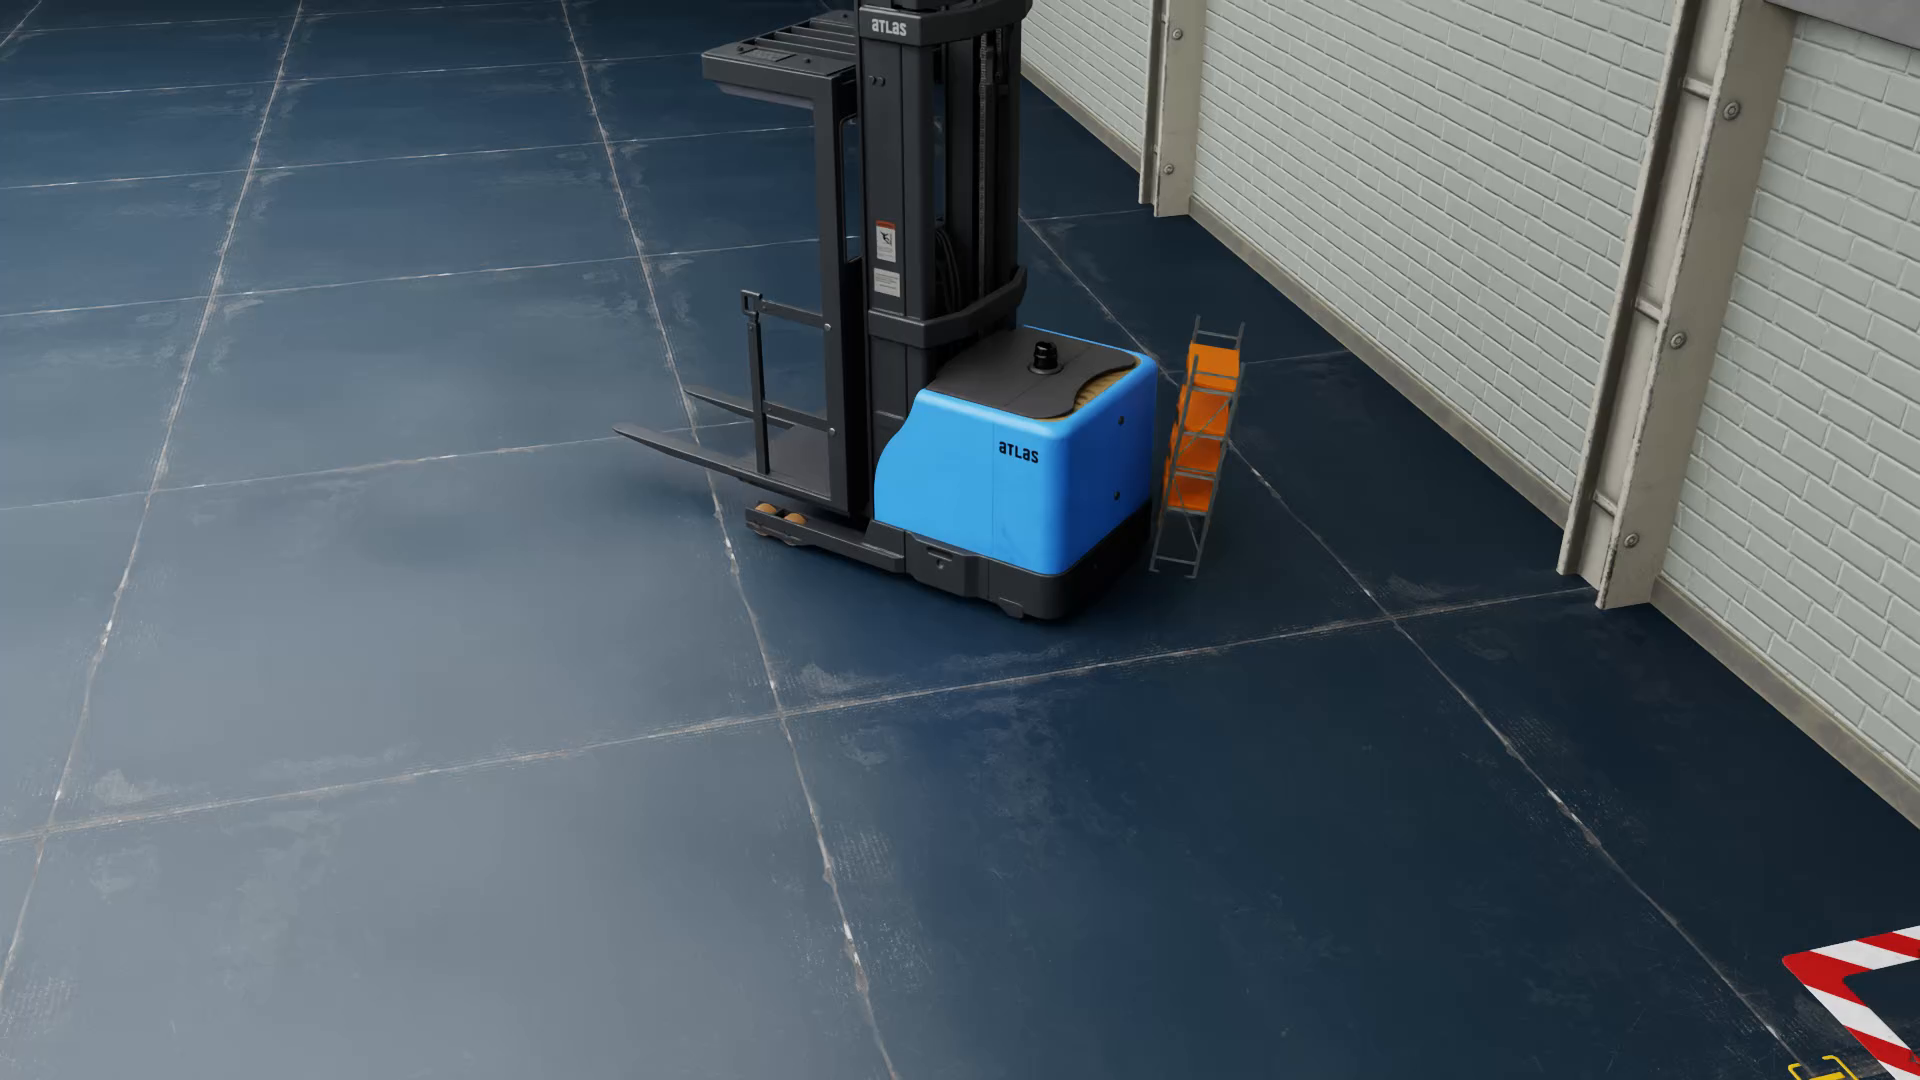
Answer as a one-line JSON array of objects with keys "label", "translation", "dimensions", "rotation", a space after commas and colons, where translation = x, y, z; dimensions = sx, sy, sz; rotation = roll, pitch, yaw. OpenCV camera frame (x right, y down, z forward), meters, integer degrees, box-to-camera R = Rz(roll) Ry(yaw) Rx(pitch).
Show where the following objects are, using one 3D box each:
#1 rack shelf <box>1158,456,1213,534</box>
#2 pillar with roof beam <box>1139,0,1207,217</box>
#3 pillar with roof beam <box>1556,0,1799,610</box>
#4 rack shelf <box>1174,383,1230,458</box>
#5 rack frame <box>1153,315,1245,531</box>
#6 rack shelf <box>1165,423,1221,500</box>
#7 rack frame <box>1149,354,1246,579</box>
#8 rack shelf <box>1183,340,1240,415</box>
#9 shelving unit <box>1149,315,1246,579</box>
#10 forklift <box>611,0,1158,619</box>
[{"label": "rack shelf", "translation": [1.150, -0.233, 8.455], "dimensions": [0.258, 0.148, 0.480], "rotation": [10, 31, 3]}, {"label": "pillar with roof beam", "translation": [-2.502, -5.994, 10.123], "dimensions": [9.100, 9.000, 0.400], "rotation": [-8, 31, -13]}, {"label": "pillar with roof beam", "translation": [-0.909, -3.096, 5.116], "dimensions": [9.100, 9.000, 0.400], "rotation": [-8, 31, -13]}, {"label": "rack shelf", "translation": [1.202, -0.592, 8.239], "dimensions": [0.258, 0.148, 0.480], "rotation": [10, 31, 3]}, {"label": "rack frame", "translation": [1.217, -0.580, 8.528], "dimensions": [0.240, 1.200, 0.015], "rotation": [10, 31, 3]}, {"label": "rack shelf", "translation": [1.174, -0.402, 8.354], "dimensions": [0.258, 0.148, 0.480], "rotation": [10, 31, 3]}, {"label": "rack frame", "translation": [1.148, -0.338, 8.110], "dimensions": [0.240, 1.200, 0.015], "rotation": [10, 31, 3]}, {"label": "rack shelf", "translation": [1.231, -0.793, 8.117], "dimensions": [0.258, 0.148, 0.480], "rotation": [10, 31, 3]}, {"label": "shelving unit", "translation": [1.183, -0.459, 8.319], "dimensions": [0.258, 1.200, 0.503], "rotation": [10, 31, 3]}, {"label": "forklift", "translation": [-0.527, -1.441, 8.313], "dimensions": [3.031, 2.935, 1.130], "rotation": [18, 35, 28]}]
